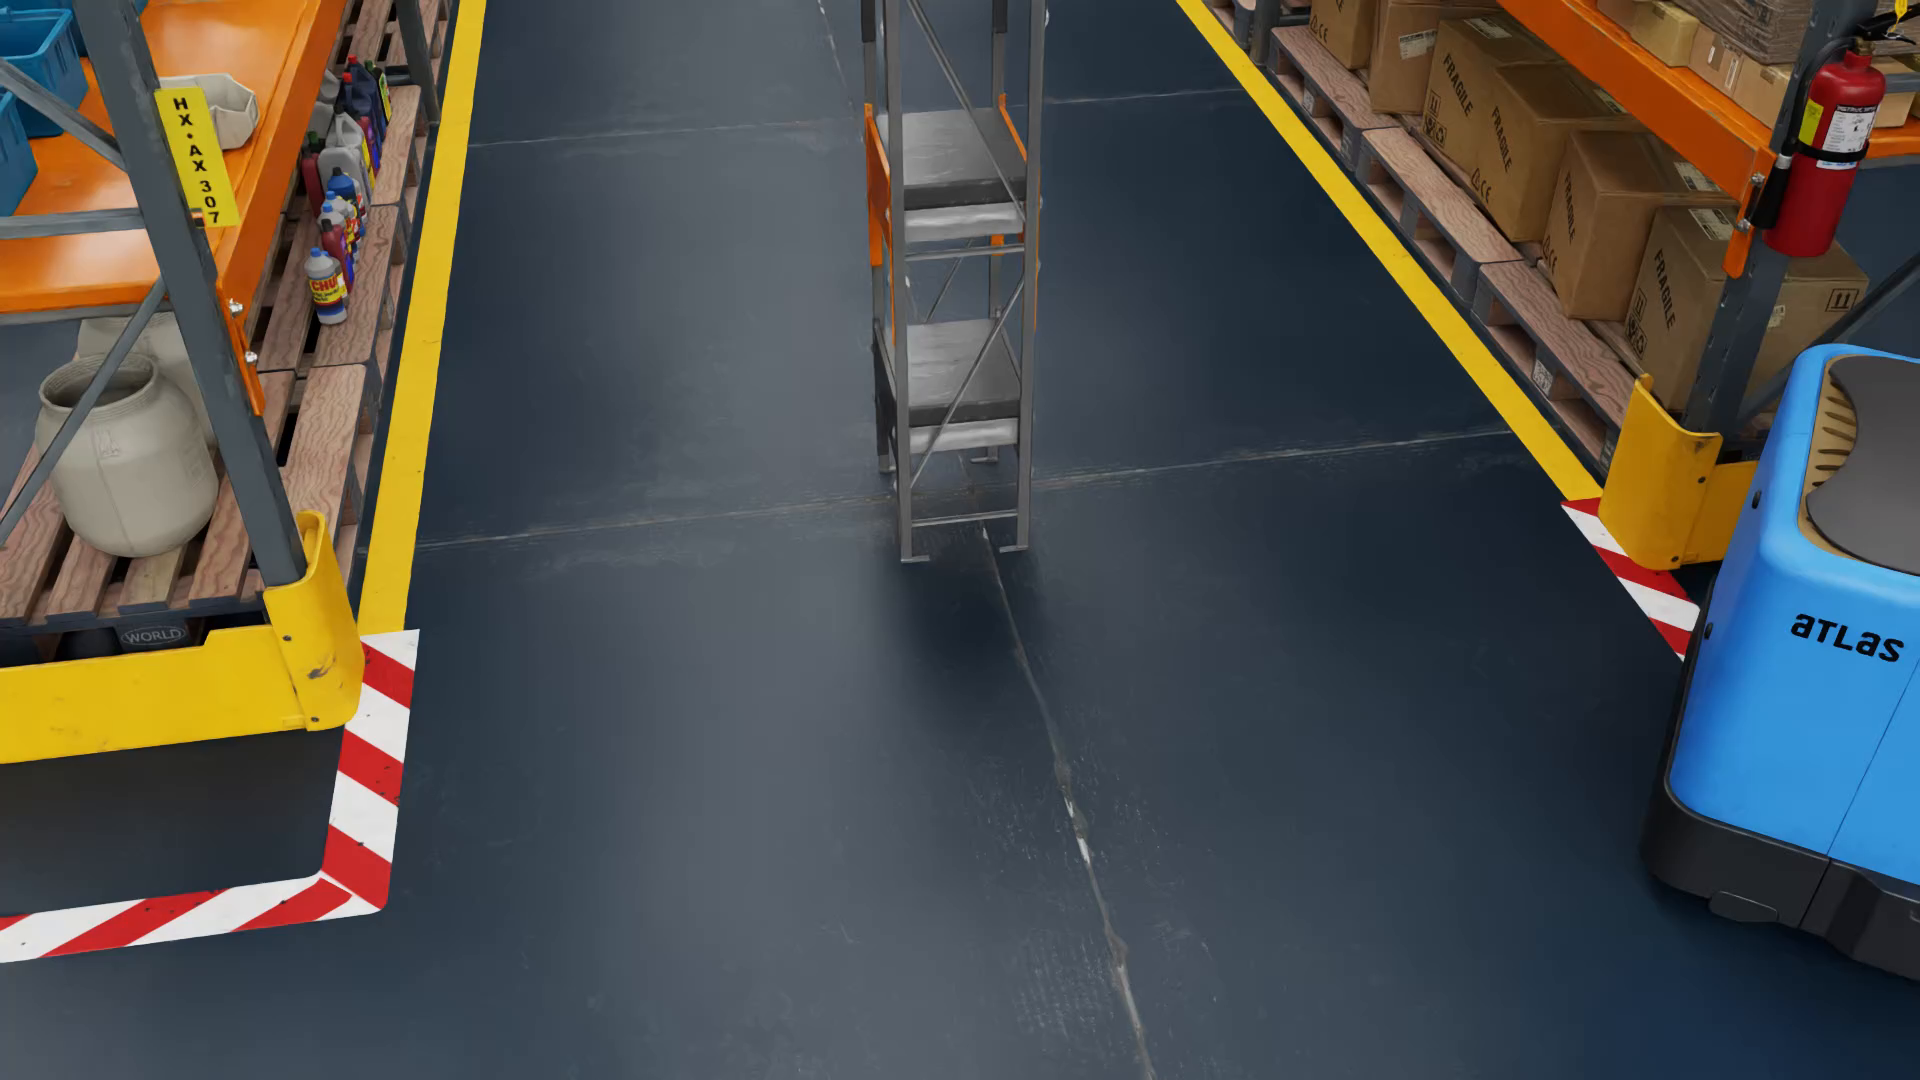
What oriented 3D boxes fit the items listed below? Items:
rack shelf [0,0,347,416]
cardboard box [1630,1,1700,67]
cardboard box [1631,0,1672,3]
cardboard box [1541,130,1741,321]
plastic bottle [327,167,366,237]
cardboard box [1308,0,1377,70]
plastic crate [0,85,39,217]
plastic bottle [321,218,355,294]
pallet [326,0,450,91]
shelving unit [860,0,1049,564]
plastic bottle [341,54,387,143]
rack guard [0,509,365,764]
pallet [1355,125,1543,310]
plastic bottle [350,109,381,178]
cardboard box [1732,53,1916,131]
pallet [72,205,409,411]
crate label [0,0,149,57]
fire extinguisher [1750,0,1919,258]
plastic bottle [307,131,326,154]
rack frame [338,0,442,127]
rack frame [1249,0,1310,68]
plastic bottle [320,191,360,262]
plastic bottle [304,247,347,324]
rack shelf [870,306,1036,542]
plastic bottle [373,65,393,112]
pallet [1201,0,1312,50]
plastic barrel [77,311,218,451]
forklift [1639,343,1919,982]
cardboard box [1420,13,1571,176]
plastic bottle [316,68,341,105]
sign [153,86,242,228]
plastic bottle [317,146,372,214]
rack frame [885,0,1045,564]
[{"bbox_3d":[-2.568,-1.596,5.446,1.077,0.370,4.000,-6,38,-8],"label":"rack shelf"},{"bbox_3d":[2.268,-1.553,5.008,0.380,0.149,0.250,-6,38,-8],"label":"cardboard box"},{"bbox_3d":[2.384,-1.986,5.038,0.875,0.500,0.500,-6,38,-8],"label":"cardboard box"},{"bbox_3d":[2.427,-1.120,5.942,0.500,0.500,0.500,3,38,4],"label":"cardboard box"},{"bbox_3d":[-2.342,-1.287,6.327,0.097,0.271,0.097,0,38,0],"label":"plastic bottle"},{"bbox_3d":[1.988,-2.554,7.788,0.500,0.500,0.500,-7,38,-9],"label":"cardboard box"},{"bbox_3d":[-2.600,-0.884,4.064,0.499,0.251,0.616,-6,38,-8],"label":"plastic crate"},{"bbox_3d":[-2.250,-1.041,6.000,0.061,0.283,0.133,-6,38,-7],"label":"plastic bottle"},{"bbox_3d":[-3.095,-2.457,8.241,1.003,0.211,1.213,-6,38,-8],"label":"pallet"},{"bbox_3d":[-0.029,-0.929,4.735,0.431,2.100,0.503,-6,38,-8],"label":"shelving unit"},{"bbox_3d":[-2.522,-1.858,6.997,0.144,0.351,0.185,-7,38,-9],"label":"plastic bottle"},{"bbox_3d":[-2.277,0.274,4.490,1.175,0.500,0.348,-6,38,-8],"label":"rack guard"},{"bbox_3d":[2.327,-1.380,6.854,1.003,0.211,1.213,-6,38,-8],"label":"pallet"},{"bbox_3d":[-2.419,-1.622,6.748,0.061,0.283,0.133,-4,38,-5],"label":"plastic bottle"},{"bbox_3d":[2.406,-1.256,4.626,0.380,0.149,0.250,-6,38,-8],"label":"cardboard box"},{"bbox_3d":[-2.625,-0.839,6.158,1.003,0.211,1.213,-6,38,-8],"label":"pallet"},{"bbox_3d":[-2.806,-1.769,5.053,0.502,0.435,0.616,-6,38,-8],"label":"crate label"},{"bbox_3d":[2.225,-1.056,4.227,0.296,0.674,0.183,-6,38,-8],"label":"fire extinguisher"},{"bbox_3d":[-2.528,-1.494,6.584,0.061,0.283,0.133,-6,38,-8],"label":"plastic bottle"},{"bbox_3d":[-2.919,-3.089,6.781,1.000,3.000,0.127,-6,38,-8],"label":"rack frame"},{"bbox_3d":[1.958,-3.621,7.466,1.000,3.000,0.127,-6,38,-8],"label":"rack frame"},{"bbox_3d":[-2.306,-1.165,6.170,0.097,0.271,0.097,0,38,0],"label":"plastic bottle"},{"bbox_3d":[-2.228,-0.897,5.825,0.097,0.271,0.097,0,38,0],"label":"plastic bottle"},{"bbox_3d":[-0.029,-0.366,5.172,0.431,0.518,0.480,-6,38,-8],"label":"rack shelf"},{"bbox_3d":[-2.548,-1.972,7.265,0.097,0.201,0.097,0,38,0],"label":"plastic bottle"},{"bbox_3d":[1.820,-2.990,8.927,1.003,0.211,1.213,-6,38,-8],"label":"pallet"},{"bbox_3d":[-2.496,-0.548,5.196,0.421,0.512,0.421,0,38,0],"label":"plastic barrel"},{"bbox_3d":[3.237,-0.149,3.053,3.031,2.935,1.130,17,41,21],"label":"forklift"},{"bbox_3d":[2.282,-1.842,6.872,0.500,0.500,0.500,-9,39,-12],"label":"cardboard box"},{"bbox_3d":[-2.664,-1.843,6.977,0.144,0.351,0.185,-6,38,-8],"label":"plastic bottle"},{"bbox_3d":[-1.675,-0.838,3.659,0.100,0.325,0.005,-6,38,-8],"label":"sign"},{"bbox_3d":[-2.407,-1.419,6.493,0.152,0.276,0.135,-6,38,-7],"label":"plastic bottle"},{"bbox_3d":[0.014,-0.782,4.545,0.400,2.100,0.015,-6,38,-8],"label":"rack frame"}]
